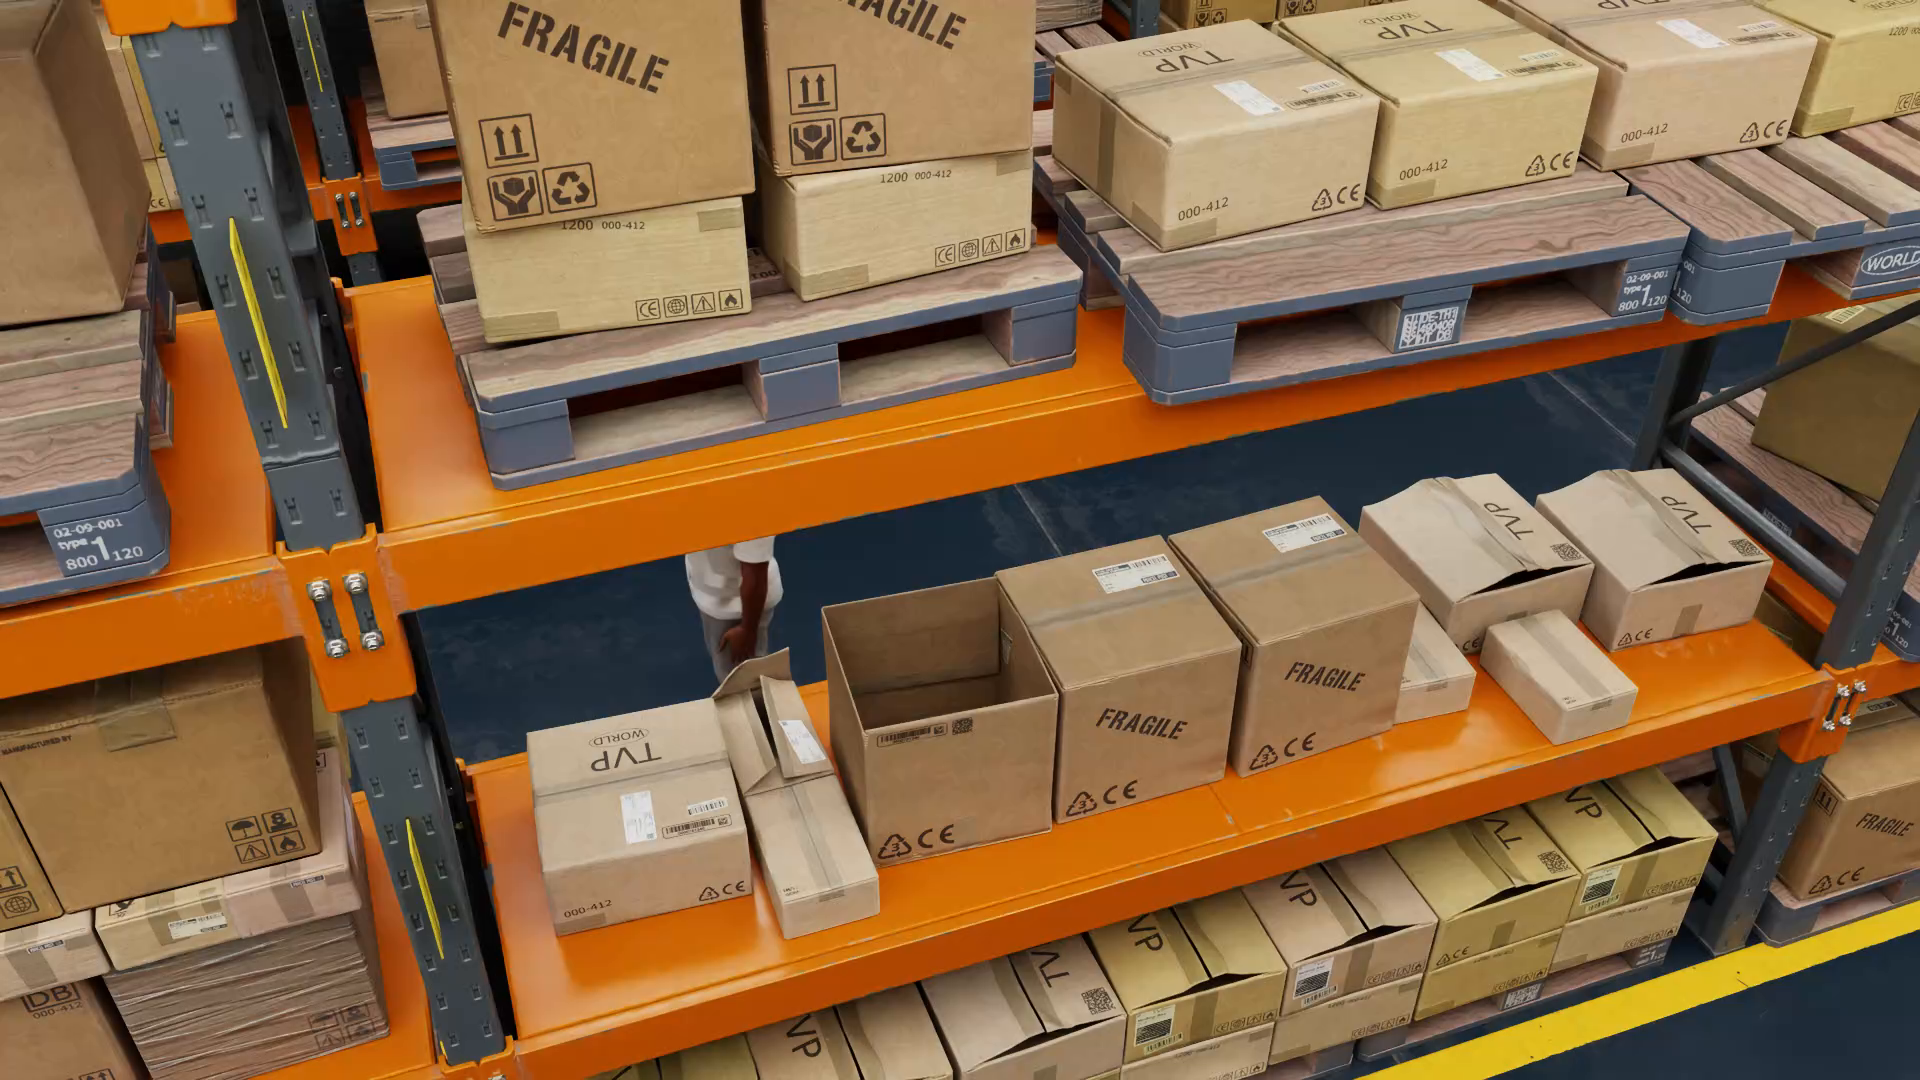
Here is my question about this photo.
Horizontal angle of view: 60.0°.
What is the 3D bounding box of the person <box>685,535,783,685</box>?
[{"bbox_3d":[-0.803,0.173,5.909,0.363,1.762,0.562,-12,39,-15],"label":"person"}]
